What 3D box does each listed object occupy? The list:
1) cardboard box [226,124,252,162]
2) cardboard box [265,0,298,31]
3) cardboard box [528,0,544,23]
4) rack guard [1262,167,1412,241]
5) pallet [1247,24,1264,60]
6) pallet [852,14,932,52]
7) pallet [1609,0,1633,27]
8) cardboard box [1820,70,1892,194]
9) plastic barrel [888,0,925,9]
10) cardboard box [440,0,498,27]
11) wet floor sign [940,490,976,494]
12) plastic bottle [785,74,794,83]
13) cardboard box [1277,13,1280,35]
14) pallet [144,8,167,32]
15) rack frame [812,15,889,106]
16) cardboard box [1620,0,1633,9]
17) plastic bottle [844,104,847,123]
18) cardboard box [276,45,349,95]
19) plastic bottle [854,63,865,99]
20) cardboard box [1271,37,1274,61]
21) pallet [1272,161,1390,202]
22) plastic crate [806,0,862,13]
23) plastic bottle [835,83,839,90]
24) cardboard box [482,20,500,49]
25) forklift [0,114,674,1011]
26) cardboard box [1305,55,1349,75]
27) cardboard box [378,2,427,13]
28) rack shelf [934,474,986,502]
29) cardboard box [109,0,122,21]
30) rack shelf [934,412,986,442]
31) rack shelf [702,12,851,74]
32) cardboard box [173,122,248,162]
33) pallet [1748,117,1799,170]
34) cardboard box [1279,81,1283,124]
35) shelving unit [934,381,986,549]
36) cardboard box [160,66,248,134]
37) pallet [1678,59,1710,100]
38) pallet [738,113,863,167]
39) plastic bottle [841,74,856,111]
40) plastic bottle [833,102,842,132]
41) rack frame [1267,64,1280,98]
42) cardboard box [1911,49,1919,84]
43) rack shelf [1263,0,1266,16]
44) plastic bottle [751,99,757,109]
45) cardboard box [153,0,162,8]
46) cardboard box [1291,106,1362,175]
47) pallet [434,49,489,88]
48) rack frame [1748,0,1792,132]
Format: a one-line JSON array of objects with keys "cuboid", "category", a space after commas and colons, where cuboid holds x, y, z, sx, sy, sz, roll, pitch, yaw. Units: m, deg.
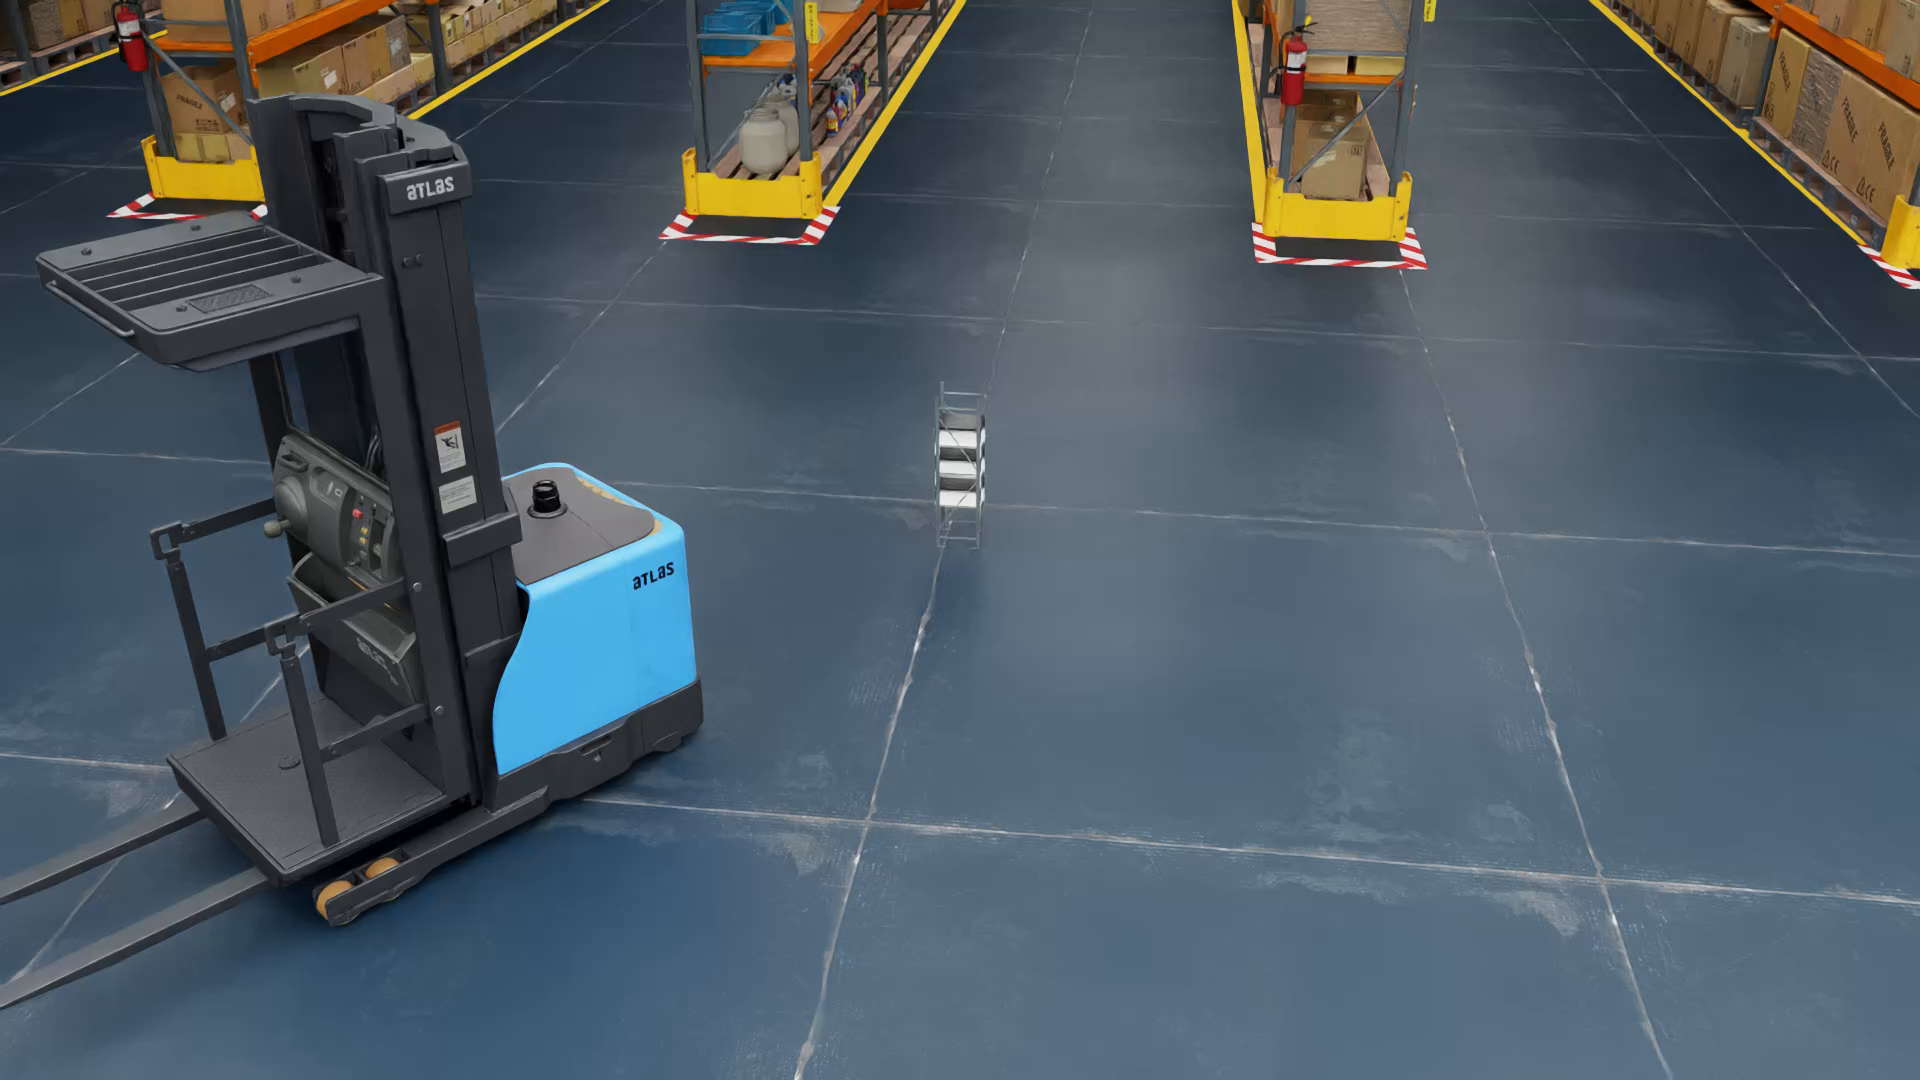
[{"cuboid": [-6.398, -3.679, 15.373, 0.500, 0.250, 0.500, 3, 28, 6], "category": "cardboard box"}, {"cuboid": [-6.555, -4.976, 15.218, 0.700, 0.500, 0.500, 4, 29, 8], "category": "cardboard box"}, {"cuboid": [-5.586, -6.701, 20.981, 0.500, 0.250, 0.500, 3, 28, 6], "category": "cardboard box"}, {"cuboid": [3.156, -2.823, 13.963, 1.175, 0.500, 0.348, 3, 28, 6], "category": "rack guard"}, {"cuboid": [4.030, -6.058, 20.272, 1.003, 0.211, 1.213, 3, 28, 6], "category": "pallet"}, {"cuboid": [-0.922, -6.351, 20.817, 1.003, 0.211, 1.213, 3, 28, 6], "category": "pallet"}, {"cuboid": [9.287, -7.030, 22.077, 1.003, 0.211, 1.213, 3, 28, 6], "category": "pallet"}, {"cuboid": [8.180, -3.539, 14.453, 0.875, 0.875, 0.875, 3, 28, 5], "category": "cardboard box"}, {"cuboid": [-0.745, -7.402, 21.672, 0.600, 0.830, 0.708, 3, 28, 6], "category": "plastic barrel"}, {"cuboid": [-5.767, -6.228, 19.513, 0.500, 0.311, 0.500, 2, 28, 5], "category": "cardboard box"}, {"cuboid": [5.952, -1.266, 10.920, 8.976, 0.644, 9.326, 14, 31, 24], "category": "wet floor sign"}, {"cuboid": [-1.789, -4.730, 17.196, 0.144, 0.351, 0.185, 4, 29, 8], "category": "plastic bottle"}, {"cuboid": [3.057, -4.635, 14.957, 0.380, 0.149, 0.250, 3, 28, 6], "category": "cardboard box"}, {"cuboid": [-10.718, -6.922, 21.875, 1.003, 0.211, 1.213, 3, 28, 6], "category": "pallet"}, {"cuboid": [-1.279, -6.058, 17.333, 1.000, 3.000, 0.127, 3, 28, 6], "category": "rack frame"}, {"cuboid": [8.975, -7.221, 21.684, 0.500, 0.500, 0.500, 2, 28, 4], "category": "cardboard box"}, {"cuboid": [-1.171, -4.228, 16.421, 0.097, 0.201, 0.097, 0, 28, 0], "category": "plastic bottle"}, {"cuboid": [-6.290, -4.481, 16.070, 0.500, 0.500, 0.500, 3, 28, 6], "category": "cardboard box"}, {"cuboid": [-1.071, -4.766, 17.263, 0.144, 0.351, 0.185, 3, 28, 5], "category": "plastic bottle"}, {"cuboid": [3.879, -5.638, 18.725, 0.700, 0.500, 0.500, 1, 28, 2], "category": "cardboard box"}, {"cuboid": [3.291, -3.076, 14.738, 1.003, 0.211, 1.213, 3, 28, 6], "category": "pallet"}, {"cuboid": [-1.226, -5.163, 15.949, 0.530, 0.136, 0.437, 3, 28, 6], "category": "plastic crate"}, {"cuboid": [-1.239, -4.488, 16.818, 0.061, 0.283, 0.133, 3, 28, 6], "category": "plastic bottle"}, {"cuboid": [-5.774, -5.982, 19.648, 0.500, 0.250, 0.500, 3, 28, 5], "category": "cardboard box"}, {"cuboid": [-2.599, -0.028, 6.279, 1.118, 2.867, 2.937, 25, 37, 38], "category": "forklift"}, {"cuboid": [2.977, -3.923, 13.635, 0.380, 0.149, 0.250, 3, 28, 6], "category": "cardboard box"}, {"cuboid": [-6.371, -6.022, 19.130, 0.500, 0.311, 0.500, 4, 29, 8], "category": "cardboard box"}, {"cuboid": [0.001, -0.291, 9.102, 0.258, 0.077, 0.200, 3, 28, 6], "category": "rack shelf"}, {"cuboid": [-10.869, -6.797, 20.876, 0.712, 0.500, 0.516, 3, 28, 5], "category": "cardboard box"}, {"cuboid": [0.001, -0.608, 8.931, 0.258, 0.077, 0.200, 3, 28, 6], "category": "rack shelf"}, {"cuboid": [-1.524, -4.886, 15.710, 0.919, 0.124, 3.809, 3, 28, 6], "category": "rack shelf"}, {"cuboid": [-6.912, -3.709, 15.429, 0.500, 0.250, 0.500, 3, 28, 6], "category": "cardboard box"}, {"cuboid": [8.377, -3.854, 16.181, 1.003, 0.211, 1.213, 3, 28, 6], "category": "pallet"}, {"cuboid": [3.486, -4.399, 16.445, 0.500, 0.500, 0.500, 13, 31, 22], "category": "cardboard box"}, {"cuboid": [0.001, -0.400, 9.044, 0.258, 0.900, 0.210, 3, 28, 6], "category": "shelving unit"}, {"cuboid": [-6.914, -4.039, 15.251, 0.500, 0.500, 0.500, 3, 28, 6], "category": "cardboard box"}, {"cuboid": [8.714, -5.151, 18.588, 1.003, 0.211, 1.213, 3, 28, 6], "category": "pallet"}, {"cuboid": [-1.549, -3.941, 16.343, 1.003, 0.211, 1.213, 3, 28, 6], "category": "pallet"}, {"cuboid": [-1.134, -4.524, 16.813, 0.144, 0.351, 0.185, 3, 28, 6], "category": "plastic bottle"}, {"cuboid": [-1.191, -4.114, 16.124, 0.061, 0.283, 0.133, 4, 29, 7], "category": "plastic bottle"}, {"cuboid": [3.640, -5.770, 16.798, 0.949, 2.616, 0.053, 3, 28, 6], "category": "rack frame"}, {"cuboid": [8.058, -3.795, 12.974, 0.875, 0.550, 0.550, 3, 28, 6], "category": "cardboard box"}, {"cuboid": [1.464, -7.758, 18.322, 5.951, 3.145, 4.000, 3, 28, 6], "category": "rack shelf"}, {"cuboid": [-1.982, -4.119, 16.134, 0.061, 0.283, 0.133, 4, 29, 7], "category": "plastic bottle"}, {"cuboid": [-10.657, -7.268, 21.750, 0.700, 0.500, 0.500, 4, 29, 7], "category": "cardboard box"}, {"cuboid": [3.279, -3.548, 14.867, 0.500, 0.500, 0.500, 11, 30, 19], "category": "cardboard box"}, {"cuboid": [-6.143, -5.470, 19.180, 1.003, 0.211, 1.213, 3, 28, 6], "category": "pallet"}, {"cuboid": [8.547, -5.435, 16.175, 1.000, 3.000, 0.127, 3, 28, 6], "category": "rack frame"}]
